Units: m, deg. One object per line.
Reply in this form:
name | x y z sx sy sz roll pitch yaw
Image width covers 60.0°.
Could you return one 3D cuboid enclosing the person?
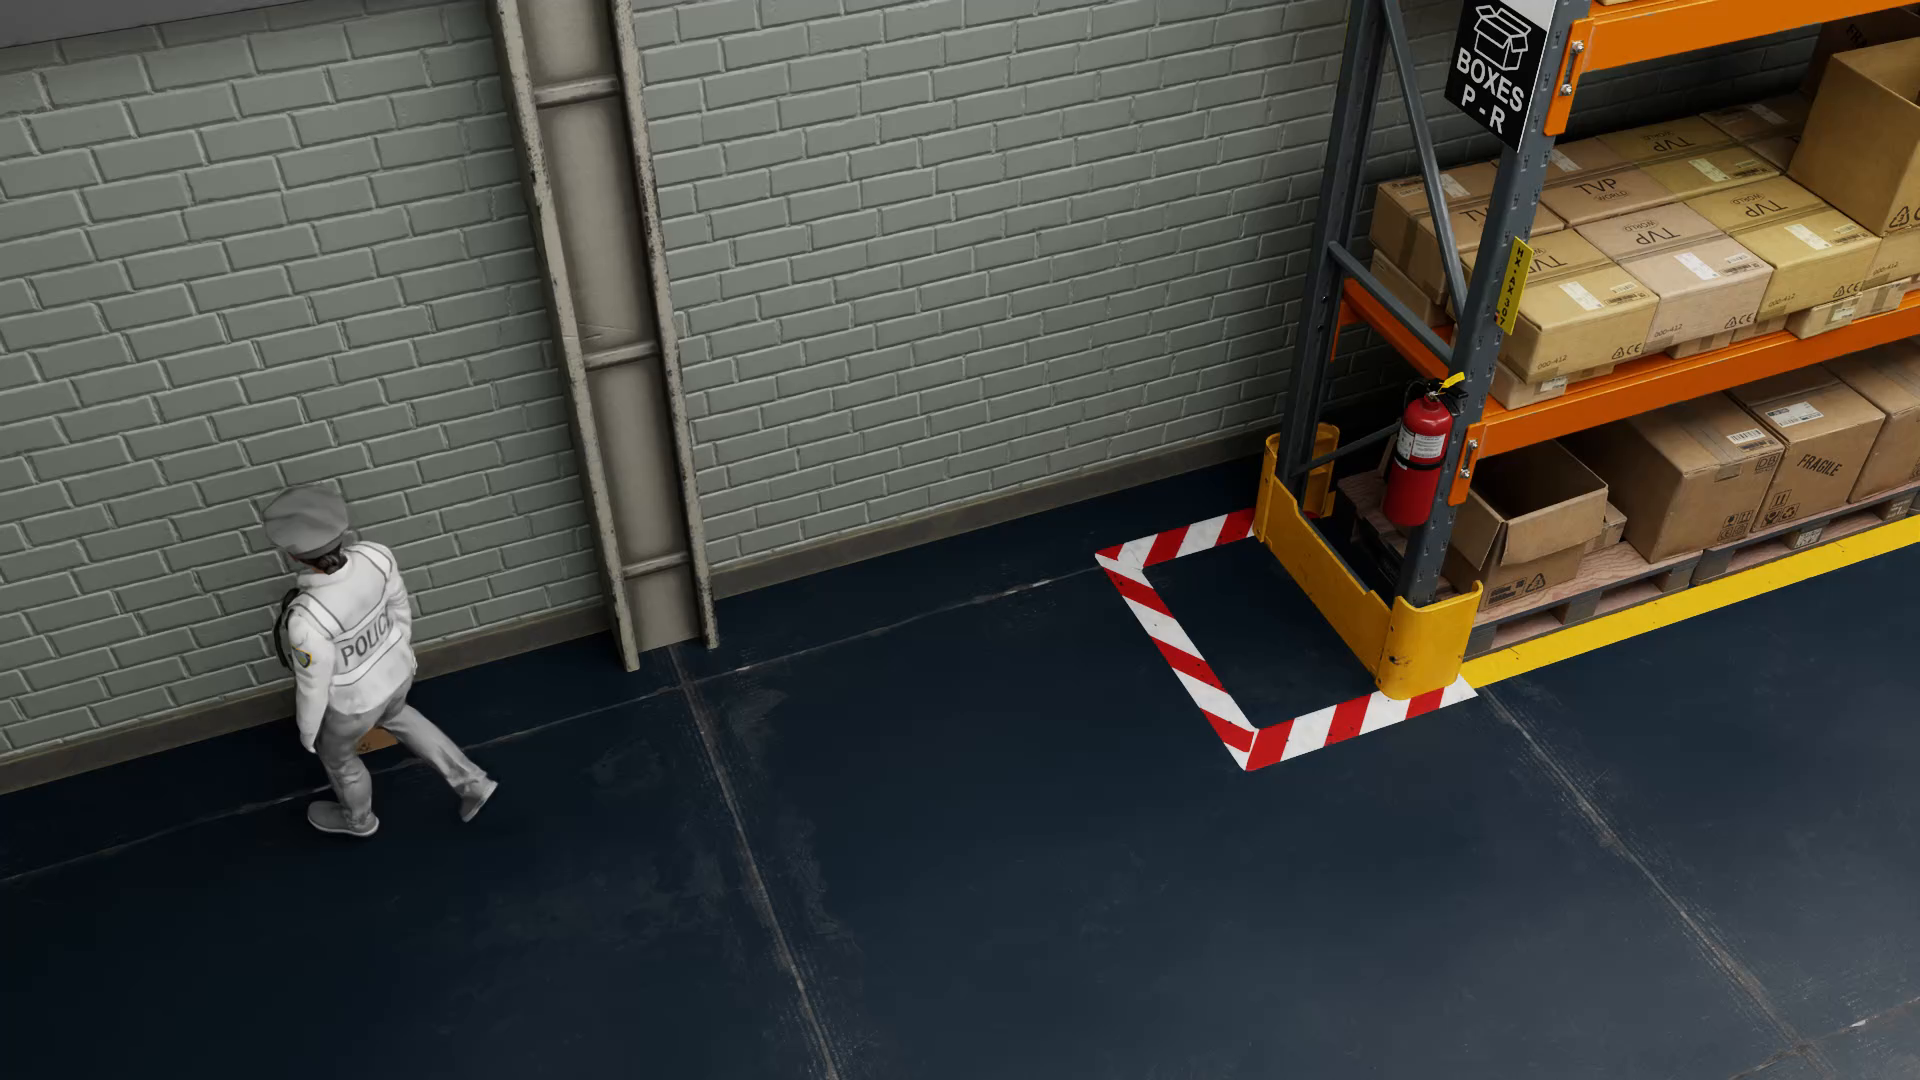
person | -2.066 0.468 5.634 0.742 1.640 0.519 17 45 18
